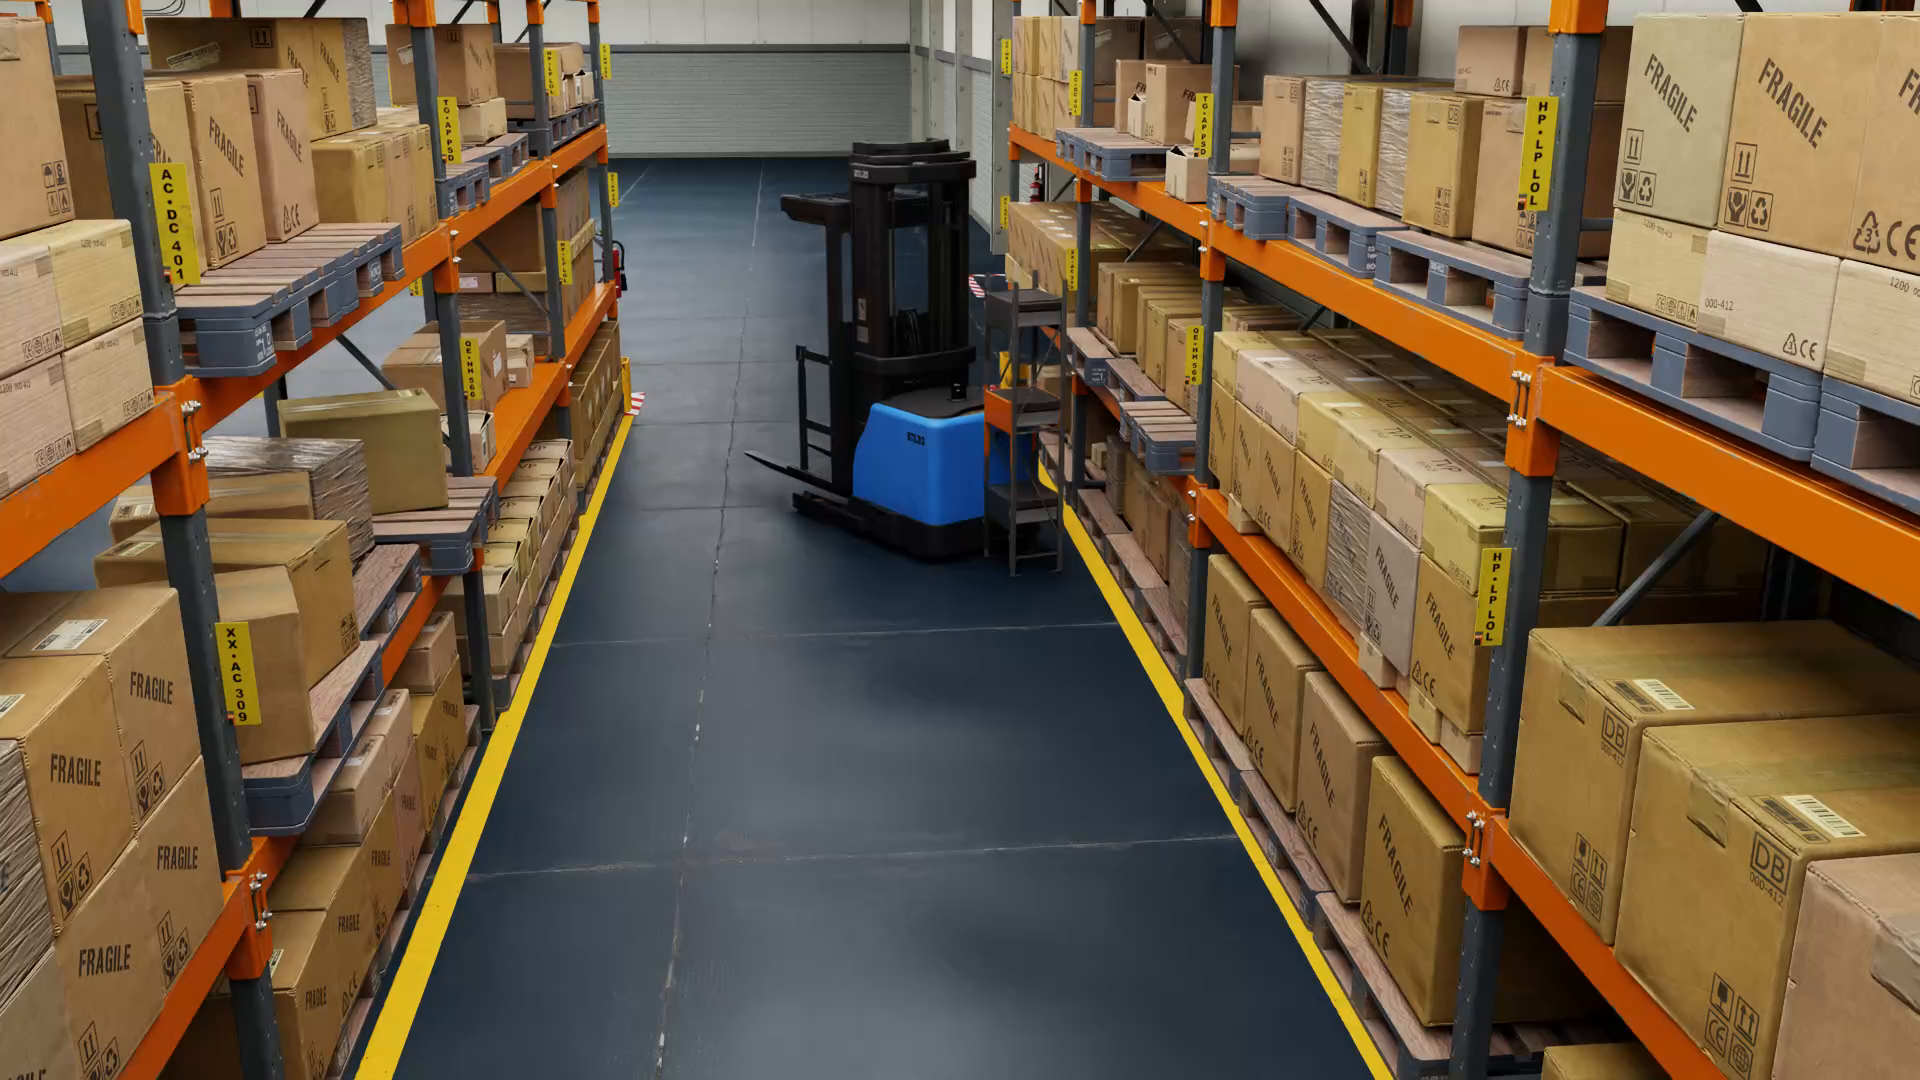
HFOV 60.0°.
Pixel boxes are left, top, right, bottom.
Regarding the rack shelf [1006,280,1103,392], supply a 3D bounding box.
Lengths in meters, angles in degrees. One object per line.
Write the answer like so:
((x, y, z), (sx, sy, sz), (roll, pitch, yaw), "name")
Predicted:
((1.204, -1.959, 15.109), (1.077, 0.370, 4.000), (-2, 18, -6), "rack shelf")

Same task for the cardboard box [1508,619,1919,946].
((2.275, 0.696, 4.950), (0.980, 0.700, 0.700), (-2, 17, -5), "cardboard box")

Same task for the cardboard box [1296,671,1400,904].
((1.944, 1.048, 7.218), (0.750, 0.750, 0.750), (-1, 17, -4), "cardboard box")

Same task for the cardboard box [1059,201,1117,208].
((1.257, -3.060, 16.380), (0.500, 0.500, 0.500), (-2, 18, -6), "cardboard box")

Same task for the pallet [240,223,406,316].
((-2.799, -1.015, 6.209), (1.213, 0.211, 1.003), (-2, 18, -6), "pallet")

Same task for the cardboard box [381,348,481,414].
((-3.294, -0.907, 10.392), (0.500, 0.500, 0.500), (-3, 18, -9), "cardboard box")

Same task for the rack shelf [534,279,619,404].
((-3.723, -1.805, 14.618), (1.077, 0.370, 4.000), (-2, 18, -6), "rack shelf")

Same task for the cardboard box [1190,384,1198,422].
((1.764, -0.912, 9.672), (0.700, 0.500, 0.500), (-4, 18, -12), "cardboard box")

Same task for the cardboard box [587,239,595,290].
((-3.894, -2.652, 15.949), (0.700, 0.500, 0.500), (-2, 18, -6), "cardboard box")

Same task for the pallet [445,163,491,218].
((-3.263, -1.901, 9.031), (1.213, 0.211, 1.003), (-1, 17, -3), "pallet")

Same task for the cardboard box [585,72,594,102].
((-3.548, -4.035, 14.831), (0.500, 0.250, 0.500), (-2, 18, -6), "cardboard box")

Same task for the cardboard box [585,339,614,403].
((-3.460, -1.542, 15.218), (0.500, 0.500, 0.500), (-2, 18, -6), "cardboard box")

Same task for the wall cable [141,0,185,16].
((-22.040, -16.373, 44.128), (2.305, 6.003, 0.169), (-2, 18, -6), "wall cable")

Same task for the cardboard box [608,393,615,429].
((-3.463, -1.184, 15.330), (0.500, 0.250, 0.500), (-2, 18, -6), "cardboard box")

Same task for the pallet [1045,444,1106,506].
((1.305, -0.575, 14.155), (1.003, 0.211, 1.213), (-2, 18, -6), "pallet")

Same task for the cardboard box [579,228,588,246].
((-3.622, -2.764, 15.223), (0.380, 0.149, 0.250), (-2, 17, -5), "cardboard box")

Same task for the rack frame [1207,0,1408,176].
((1.822, -3.377, 8.409), (1.000, 3.000, 0.127), (-2, 18, -6), "rack frame")

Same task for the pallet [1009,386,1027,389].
((1.054, -1.302, 16.471), (1.003, 0.211, 1.213), (-2, 18, -6), "pallet")

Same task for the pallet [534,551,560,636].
((-3.273, 0.361, 11.174), (1.003, 0.211, 1.213), (-2, 18, -6), "pallet")

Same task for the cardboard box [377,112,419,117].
((-3.327, -2.380, 9.792), (0.500, 0.250, 0.500), (-2, 18, -7), "cardboard box")

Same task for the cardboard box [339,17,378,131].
((-3.066, -2.186, 7.788), (0.500, 0.500, 0.500), (-2, 18, -6), "cardboard box")

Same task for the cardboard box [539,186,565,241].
((-3.673, -2.650, 13.778), (0.700, 0.500, 0.500), (-2, 18, -6), "cardboard box")

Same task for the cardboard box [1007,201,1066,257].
((0.748, -3.042, 16.324), (0.500, 0.500, 0.500), (-2, 18, -6), "cardboard box")

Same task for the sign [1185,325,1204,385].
((1.284, -1.009, 9.084), (0.100, 0.325, 0.005), (-2, 18, -6), "sign")

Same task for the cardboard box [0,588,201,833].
((-2.382, 0.449, 4.401), (0.500, 0.500, 0.500), (-2, 18, -5), "cardboard box")

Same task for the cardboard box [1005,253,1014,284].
((0.732, -2.681, 16.425), (0.500, 0.250, 0.500), (-2, 18, -7), "cardboard box")

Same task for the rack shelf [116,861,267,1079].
((-2.486, 1.771, 3.230), (1.077, 0.370, 4.000), (-2, 18, -6), "rack shelf")

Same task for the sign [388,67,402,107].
((-4.069, -3.250, 12.018), (0.100, 0.325, 0.005), (-2, 18, -6), "sign")

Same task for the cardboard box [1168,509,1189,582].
((1.759, 0.098, 10.795), (0.700, 0.500, 0.500), (-2, 18, -6), "cardboard box")

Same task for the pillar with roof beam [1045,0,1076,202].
((-2.971, -7.233, 20.692), (9.100, 9.000, 0.400), (-2, 18, -6), "pillar with roof beam")

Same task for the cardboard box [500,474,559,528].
((-3.081, -0.293, 11.554), (0.500, 0.311, 0.500), (-2, 18, -6), "cardboard box")

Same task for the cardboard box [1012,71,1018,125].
((0.783, -4.279, 16.090), (0.500, 0.500, 0.500), (-1, 17, -4), "cardboard box")

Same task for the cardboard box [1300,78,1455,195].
((2.037, -1.904, 7.825), (0.700, 0.500, 0.500), (-3, 18, -9), "cardboard box")

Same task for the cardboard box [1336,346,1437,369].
((2.177, -0.790, 8.236), (0.500, 0.250, 0.500), (-2, 18, -7), "cardboard box")

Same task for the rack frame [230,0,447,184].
((-3.104, -3.222, 7.918), (1.000, 3.000, 0.127), (-2, 18, -6), "rack frame")

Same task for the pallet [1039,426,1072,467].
((1.176, -0.939, 15.316), (1.003, 0.211, 1.213), (-2, 18, -6), "pallet")

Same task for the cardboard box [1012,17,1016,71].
((0.796, -4.741, 15.893), (0.500, 0.500, 0.500), (-3, 18, -10), "cardboard box")

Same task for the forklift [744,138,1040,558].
((-0.686, -1.646, 13.027), (1.130, 2.935, 3.031), (-13, 22, -35), "forklift")

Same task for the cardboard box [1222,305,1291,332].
((1.709, -1.279, 9.758), (0.380, 0.149, 0.250), (-5, 18, -15), "cardboard box")

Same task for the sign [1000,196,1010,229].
((0.458, -3.294, 16.716), (0.100, 0.325, 0.005), (-2, 18, -6), "sign")

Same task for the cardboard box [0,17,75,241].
((-2.604, -0.981, 3.949), (0.700, 0.500, 0.500), (-2, 18, -6), "cardboard box")

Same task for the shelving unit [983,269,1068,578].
((0.454, -0.823, 11.795), (0.431, 2.100, 0.503), (-7, 19, -21), "shelving unit")

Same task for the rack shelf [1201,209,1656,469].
((2.029, -1.006, 7.068), (1.077, 0.370, 4.000), (-2, 18, -6), "rack shelf")

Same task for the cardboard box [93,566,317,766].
((-2.518, 0.435, 5.414), (0.700, 0.500, 0.500), (-8, 19, -24), "cardboard box")

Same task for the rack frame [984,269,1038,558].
((0.363, -0.891, 12.010), (0.400, 2.100, 0.015), (-7, 19, -21), "rack frame")

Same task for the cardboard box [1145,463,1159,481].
((1.609, -0.576, 11.692), (0.500, 0.250, 0.500), (-2, 18, -7), "cardboard box")

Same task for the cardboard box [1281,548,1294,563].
((1.771, 0.007, 8.034), (0.380, 0.149, 0.250), (-1, 17, -4), "cardboard box")

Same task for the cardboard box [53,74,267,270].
((-2.762, -1.246, 5.596), (0.600, 0.600, 0.600), (-2, 18, -6), "cardboard box")

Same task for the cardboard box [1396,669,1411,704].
((1.887, 0.543, 6.326), (0.380, 0.149, 0.250), (-1, 17, -4), "cardboard box")

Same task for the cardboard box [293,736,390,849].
((-2.602, 1.007, 6.649), (0.500, 0.250, 0.500), (-2, 18, -6), "cardboard box")

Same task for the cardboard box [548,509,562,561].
((-3.082, -0.023, 11.631), (0.500, 0.250, 0.500), (-1, 17, -4), "cardboard box")

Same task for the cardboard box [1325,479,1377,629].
((1.831, 0.047, 6.823), (0.500, 0.500, 0.500), (-2, 18, -6), "cardboard box")
